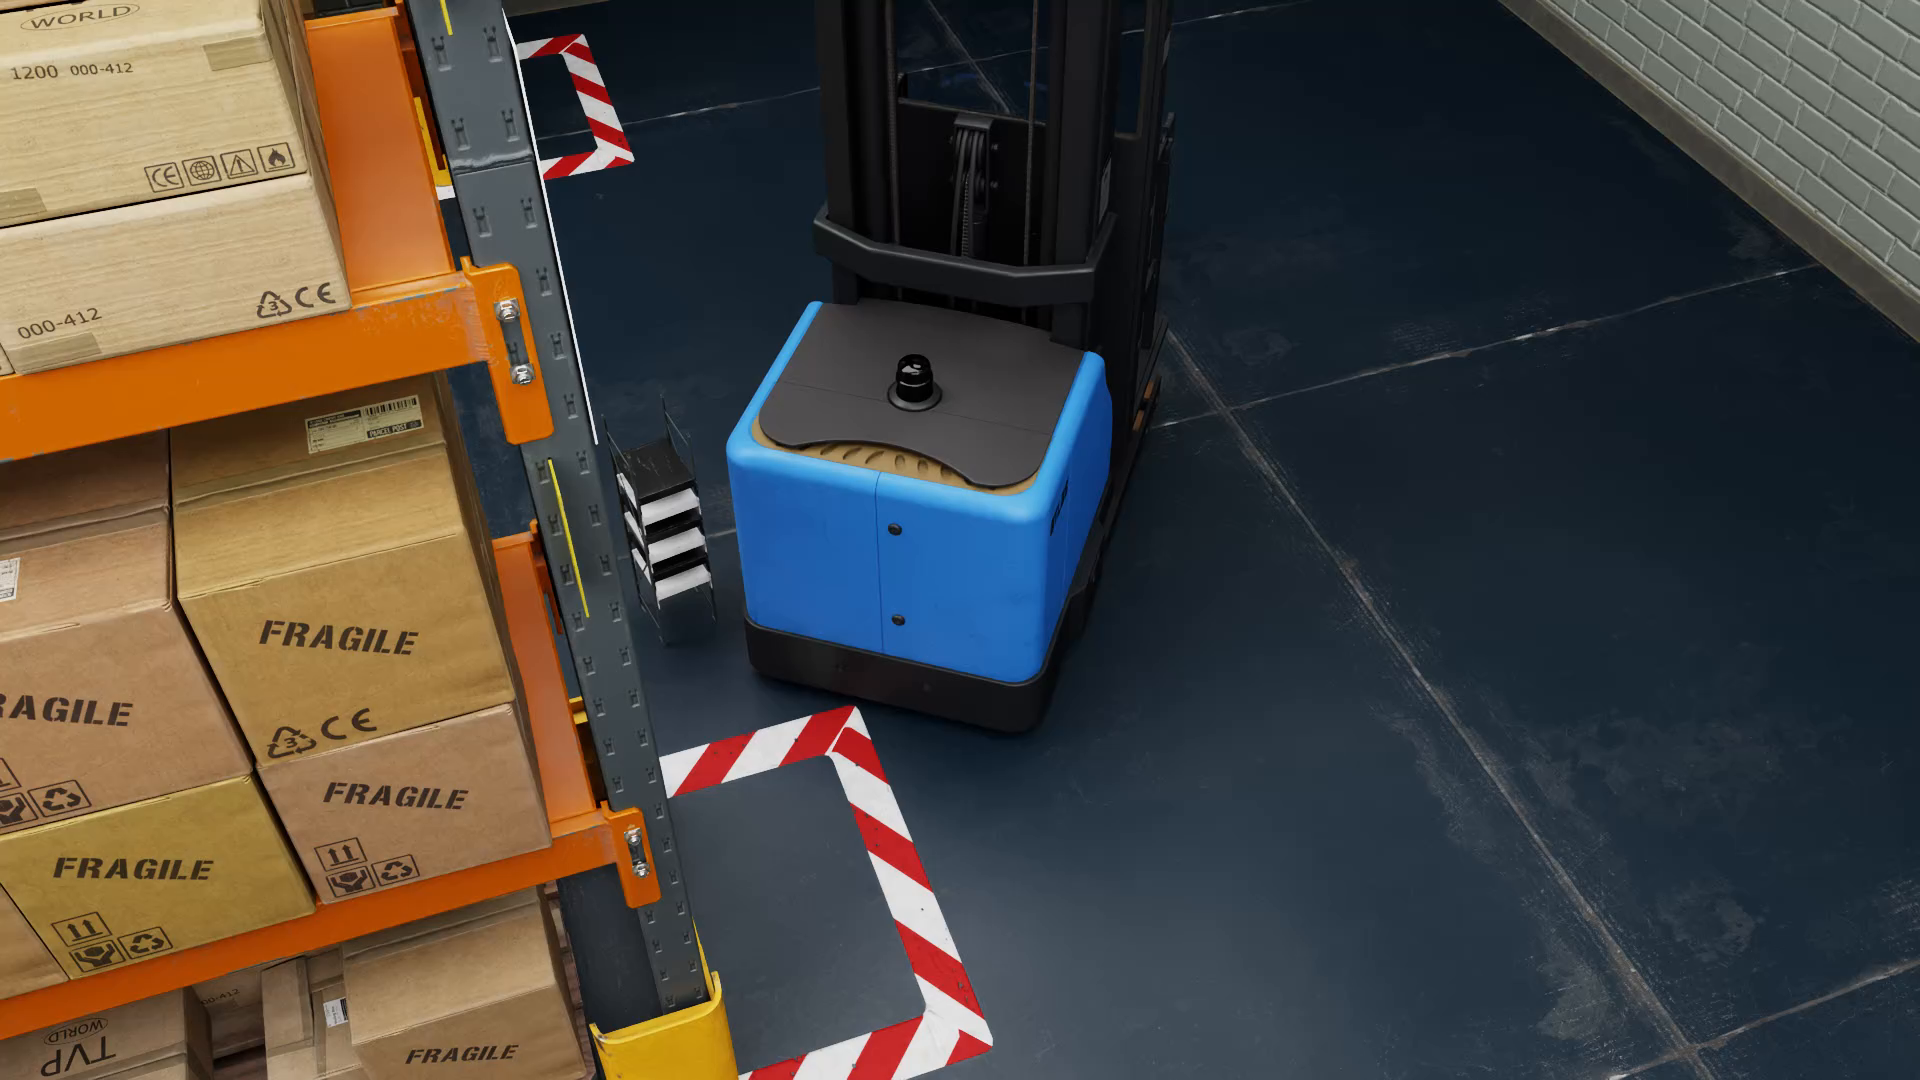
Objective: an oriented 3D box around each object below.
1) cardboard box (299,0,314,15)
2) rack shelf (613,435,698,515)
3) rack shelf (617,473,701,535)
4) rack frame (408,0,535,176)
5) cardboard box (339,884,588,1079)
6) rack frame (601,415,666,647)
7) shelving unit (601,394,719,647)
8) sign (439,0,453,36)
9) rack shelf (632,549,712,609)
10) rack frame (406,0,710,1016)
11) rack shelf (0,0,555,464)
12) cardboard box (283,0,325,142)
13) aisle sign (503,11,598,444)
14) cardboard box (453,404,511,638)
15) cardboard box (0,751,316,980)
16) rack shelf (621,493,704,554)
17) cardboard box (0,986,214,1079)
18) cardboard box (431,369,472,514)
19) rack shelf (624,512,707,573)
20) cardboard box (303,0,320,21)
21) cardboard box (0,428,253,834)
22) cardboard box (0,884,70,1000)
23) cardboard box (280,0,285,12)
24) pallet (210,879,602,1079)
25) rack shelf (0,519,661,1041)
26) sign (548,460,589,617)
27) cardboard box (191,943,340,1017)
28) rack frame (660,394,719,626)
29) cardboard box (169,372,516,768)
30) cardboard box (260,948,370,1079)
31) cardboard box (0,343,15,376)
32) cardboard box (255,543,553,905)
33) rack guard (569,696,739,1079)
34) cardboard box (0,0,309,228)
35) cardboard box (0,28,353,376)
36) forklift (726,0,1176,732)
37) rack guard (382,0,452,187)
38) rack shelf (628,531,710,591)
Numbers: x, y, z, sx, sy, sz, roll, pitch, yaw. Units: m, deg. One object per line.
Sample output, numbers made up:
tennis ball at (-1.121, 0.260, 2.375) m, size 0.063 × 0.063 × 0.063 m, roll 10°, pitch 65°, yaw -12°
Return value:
cardboard box at (-3.156, -2.576, 7.710) m, size 0.250 × 0.149 × 0.380 m, roll -14°, pitch 47°, yaw -14°
rack shelf at (-1.011, -0.217, 5.497) m, size 0.200 × 0.077 × 0.258 m, roll -22°, pitch 49°, yaw -20°
rack shelf at (-1.011, -0.153, 5.560) m, size 0.200 × 0.077 × 0.258 m, roll -22°, pitch 49°, yaw -20°
rack frame at (-0.896, -1.971, 1.861) m, size 0.127 × 3.000 × 1.000 m, roll -14°, pitch 47°, yaw -14°
cardboard box at (-1.324, 1.169, 4.422) m, size 0.500 × 0.500 × 0.500 m, roll -14°, pitch 47°, yaw -14°
rack frame at (-1.099, -0.014, 5.629) m, size 0.006 × 0.900 × 0.240 m, roll -22°, pitch 49°, yaw -20°
shelving unit at (-1.011, -0.050, 5.664) m, size 0.210 × 0.900 × 0.258 m, roll -22°, pitch 49°, yaw -20°
sign at (-0.726, -0.850, 2.237) m, size 0.005 × 0.325 × 0.100 m, roll -14°, pitch 47°, yaw -14°
rack shelf at (-1.011, 0.101, 5.815) m, size 0.200 × 0.077 × 0.258 m, roll -22°, pitch 49°, yaw -20°
rack frame at (-0.896, 0.147, 3.986) m, size 0.127 × 3.000 × 1.000 m, roll -14°, pitch 47°, yaw -14°
rack shelf at (-2.777, -0.177, 2.699) m, size 4.000 × 0.370 × 1.077 m, roll -14°, pitch 47°, yaw -14°
cardboard box at (-1.465, -0.905, 3.022) m, size 0.500 × 0.250 × 0.500 m, roll -14°, pitch 47°, yaw -14°
aisle sign at (-0.728, -0.583, 2.878) m, size 0.004 × 0.787 × 0.394 m, roll -14°, pitch 47°, yaw -14°
cardboard box at (-1.403, 0.042, 4.019) m, size 0.500 × 0.500 × 0.500 m, roll -13°, pitch 47°, yaw -13°
cardboard box at (-1.712, 0.527, 3.536) m, size 0.500 × 0.500 × 0.500 m, roll -14°, pitch 47°, yaw -14°
rack shelf at (-1.011, -0.090, 5.624) m, size 0.200 × 0.077 × 0.258 m, roll -22°, pitch 49°, yaw -20°
cardboard box at (-2.227, 1.465, 4.302) m, size 0.500 × 0.250 × 0.500 m, roll -14°, pitch 47°, yaw -14°
cardboard box at (-1.403, -0.311, 3.665) m, size 0.500 × 0.500 × 0.500 m, roll -13°, pitch 47°, yaw -13°
rack shelf at (-1.011, -0.026, 5.688) m, size 0.200 × 0.077 × 0.258 m, roll -22°, pitch 49°, yaw -20°
cardboard box at (-3.206, -2.184, 7.777) m, size 0.500 × 0.500 × 0.700 m, roll -14°, pitch 47°, yaw -14°
cardboard box at (-1.696, 0.171, 3.186) m, size 0.500 × 0.500 × 0.500 m, roll -13°, pitch 47°, yaw -13°
cardboard box at (-2.183, 0.644, 3.420) m, size 0.500 × 0.500 × 0.500 m, roll -14°, pitch 47°, yaw -14°
cardboard box at (-1.468, -1.086, 2.849) m, size 0.500 × 0.250 × 0.500 m, roll -14°, pitch 47°, yaw -14°
pallet at (-1.717, 1.342, 4.764) m, size 1.213 × 0.211 × 1.003 m, roll -14°, pitch 47°, yaw -14°
rack shelf at (-2.777, 0.882, 3.762) m, size 4.000 × 0.370 × 1.077 m, roll -14°, pitch 47°, yaw -14°
sign at (-0.726, 0.001, 3.091) m, size 0.005 × 0.325 × 0.100 m, roll -14°, pitch 47°, yaw -14°
cardboard box at (-1.974, 1.024, 4.742) m, size 0.500 × 0.250 × 0.500 m, roll -14°, pitch 47°, yaw -14°
rack frame at (-0.923, -0.085, 5.700) m, size 0.006 × 0.900 × 0.240 m, roll -22°, pitch 49°, yaw -20°
cardboard box at (-1.221, 0.049, 3.307) m, size 0.500 × 0.500 × 0.500 m, roll -15°, pitch 47°, yaw -14°
cardboard box at (-1.735, 1.324, 4.503) m, size 0.250 × 0.166 × 0.380 m, roll -14°, pitch 47°, yaw -14°
cardboard box at (-1.764, -0.447, 2.566) m, size 0.500 × 0.250 × 0.500 m, roll -14°, pitch 47°, yaw -14°
cardboard box at (-1.225, 0.400, 3.663) m, size 0.500 × 0.500 × 0.500 m, roll -13°, pitch 47°, yaw -13°
rack guard at (-0.967, 1.047, 4.853) m, size 0.348 × 0.500 × 1.175 m, roll -14°, pitch 47°, yaw -14°
cardboard box at (-1.293, -0.742, 2.507) m, size 0.500 × 0.250 × 0.500 m, roll -14°, pitch 47°, yaw -14°
cardboard box at (-1.290, -0.560, 2.679) m, size 0.500 × 0.250 × 0.500 m, roll -14°, pitch 47°, yaw -14°
forklift at (0.180, -1.461, 5.637) m, size 1.130 × 2.935 × 3.031 m, roll 12°, pitch 46°, yaw 12°
rack guard at (-2.559, -2.276, 8.165) m, size 0.348 × 0.500 × 1.175 m, roll -14°, pitch 47°, yaw -14°
rack shelf at (-1.011, 0.037, 5.752) m, size 0.200 × 0.077 × 0.258 m, roll -22°, pitch 49°, yaw -20°
